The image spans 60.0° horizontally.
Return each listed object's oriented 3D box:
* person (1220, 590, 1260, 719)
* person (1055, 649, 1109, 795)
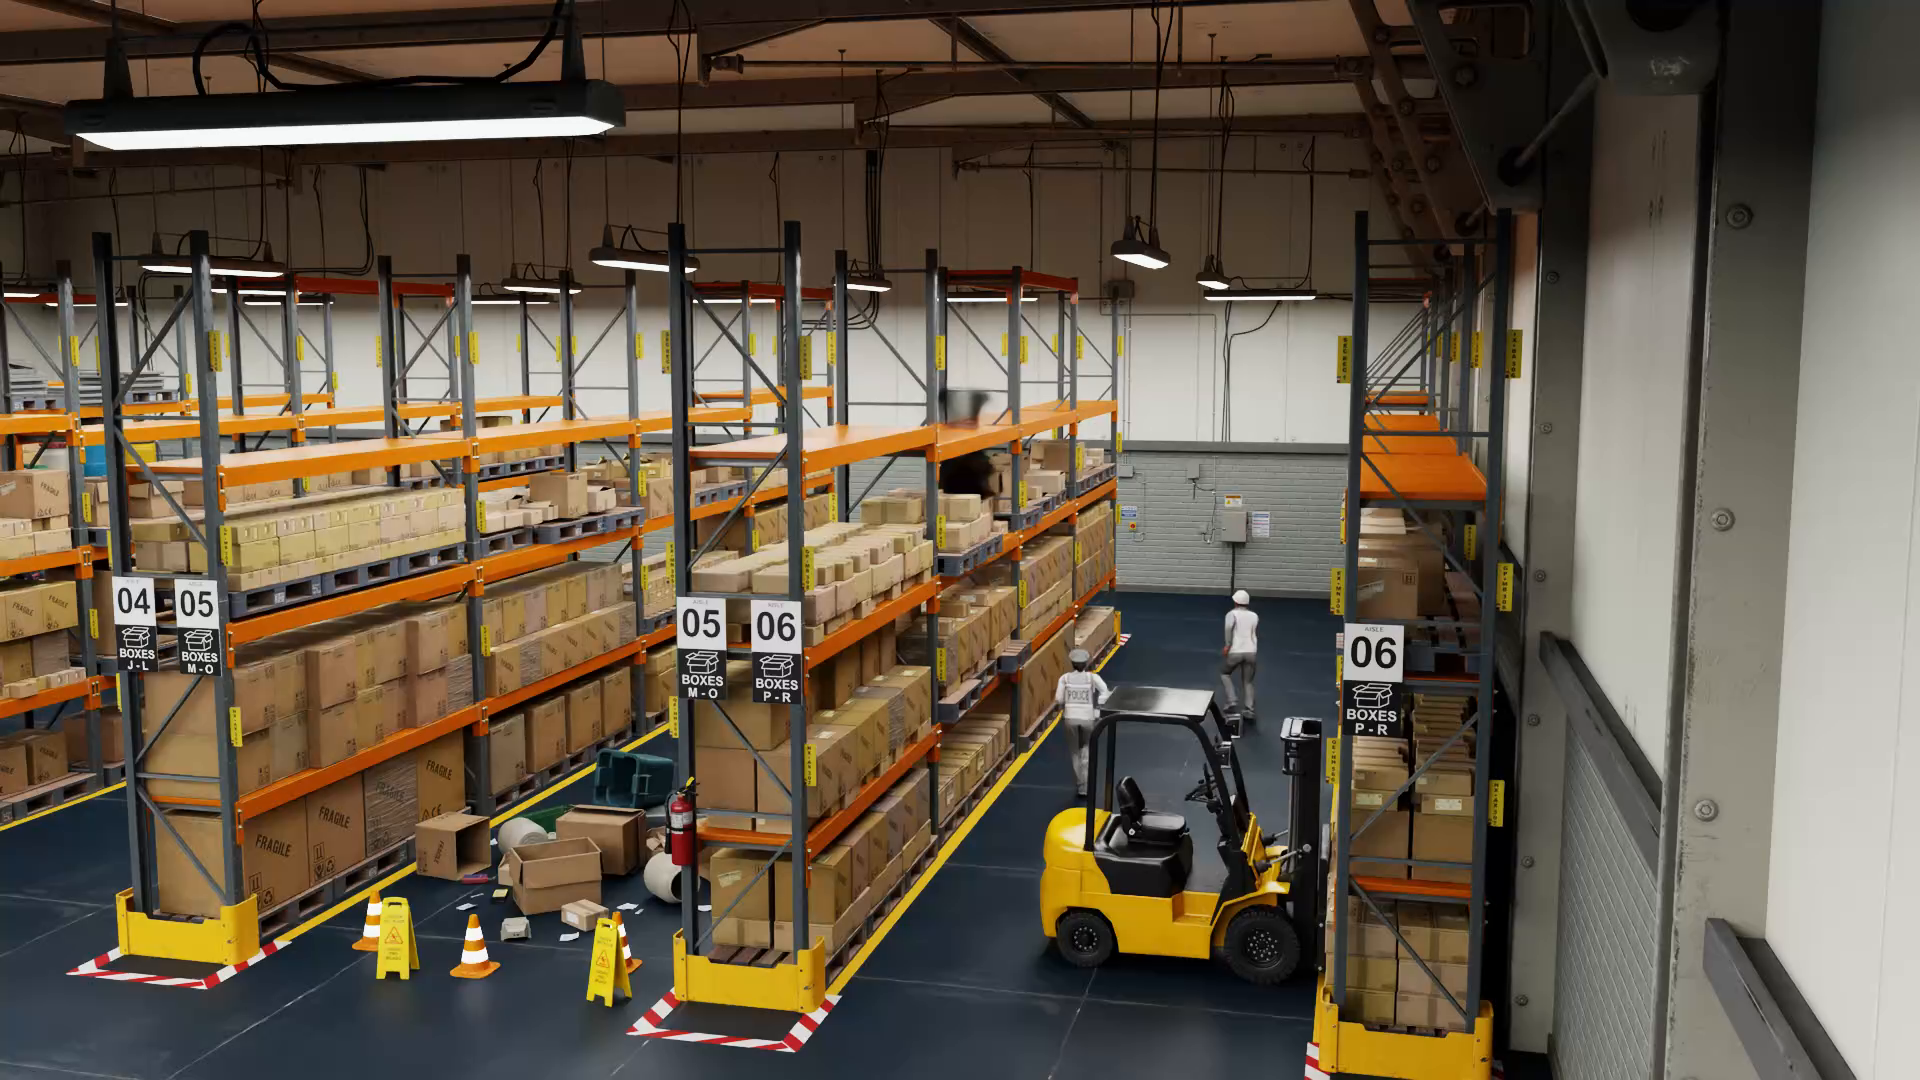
[{"bbox_3d":[3.835,1.547,22.691,0.569,1.699,0.915,-1,7,-7],"label":"person"},{"bbox_3d":[1.384,2.063,18.957,0.612,1.617,0.683,0,7,1],"label":"person"}]
